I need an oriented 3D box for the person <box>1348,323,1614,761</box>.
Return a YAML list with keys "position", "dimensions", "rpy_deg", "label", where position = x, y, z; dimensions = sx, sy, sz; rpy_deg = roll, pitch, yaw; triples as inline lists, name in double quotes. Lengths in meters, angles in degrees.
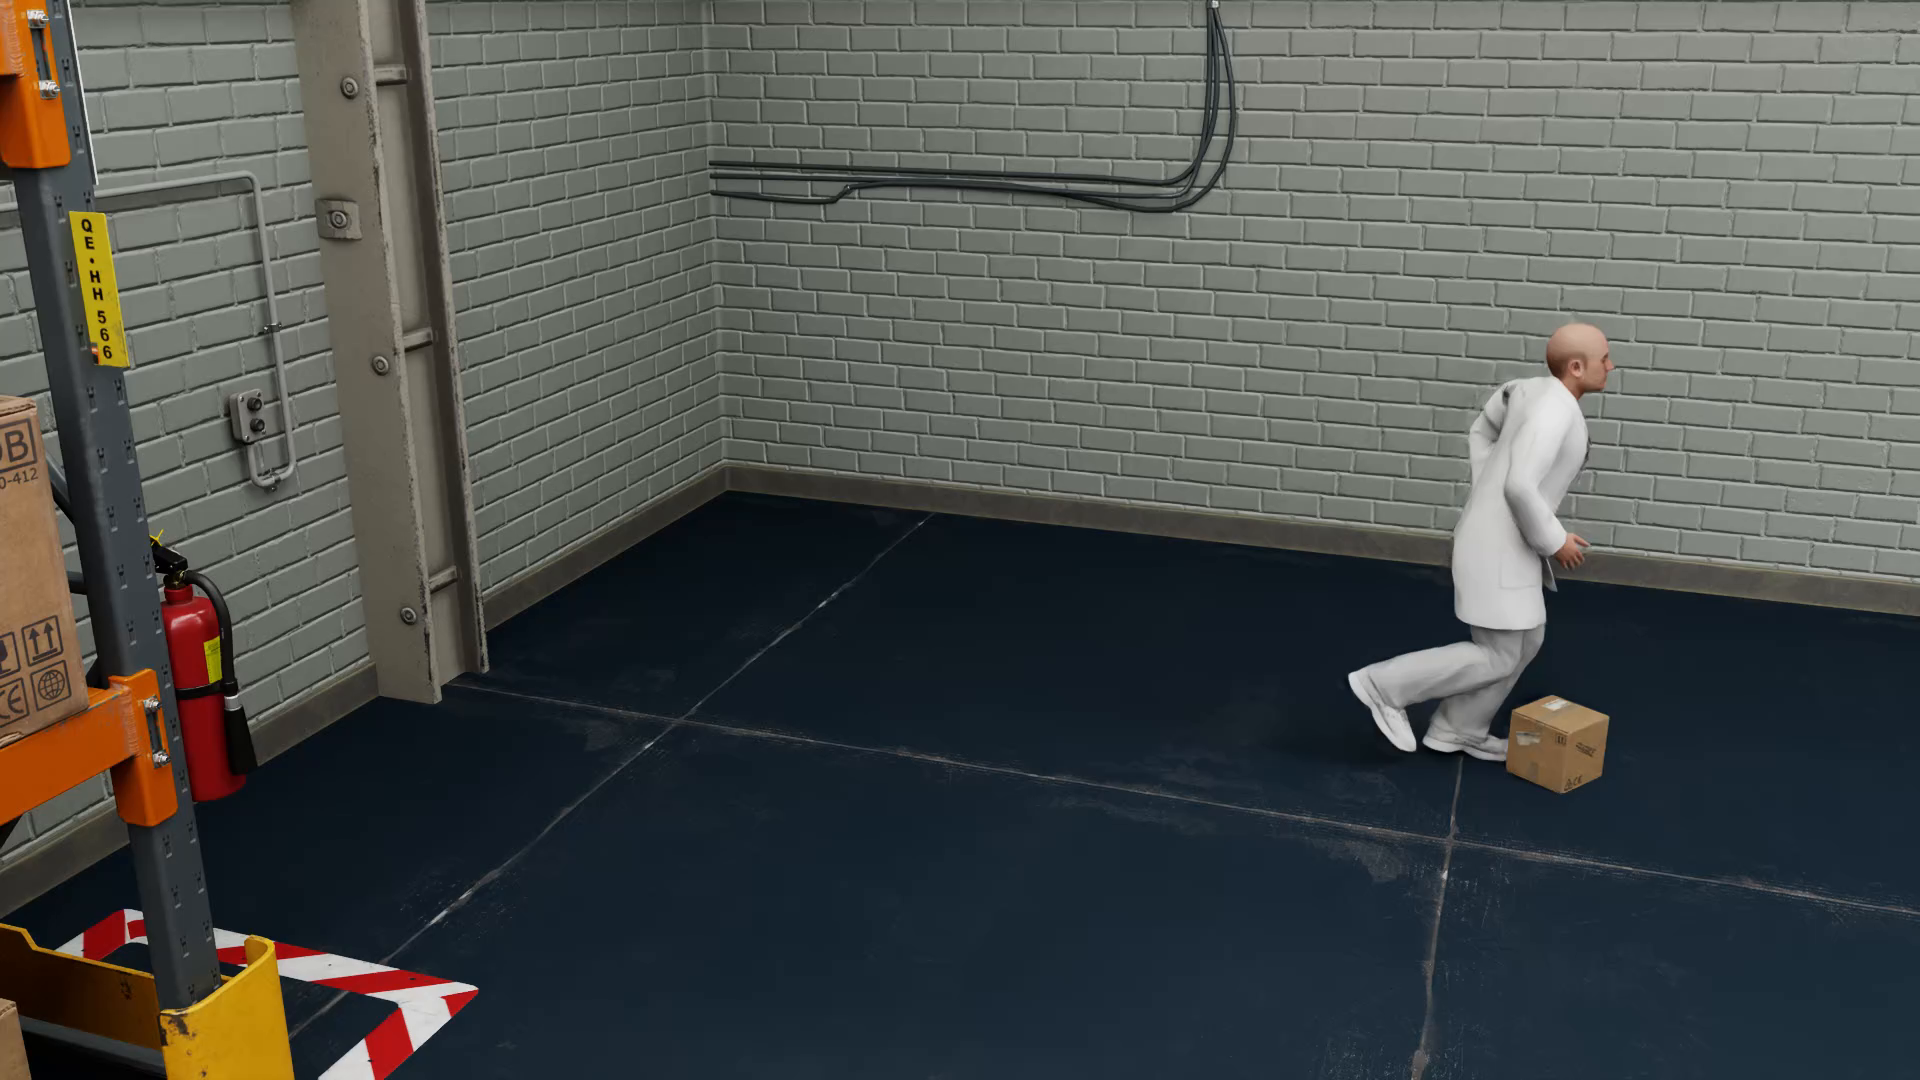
- position: [1.904, 0.021, 6.171]
  dimensions: [0.826, 1.695, 0.714]
  rpy_deg: [4, 19, 13]
  label: "person"
